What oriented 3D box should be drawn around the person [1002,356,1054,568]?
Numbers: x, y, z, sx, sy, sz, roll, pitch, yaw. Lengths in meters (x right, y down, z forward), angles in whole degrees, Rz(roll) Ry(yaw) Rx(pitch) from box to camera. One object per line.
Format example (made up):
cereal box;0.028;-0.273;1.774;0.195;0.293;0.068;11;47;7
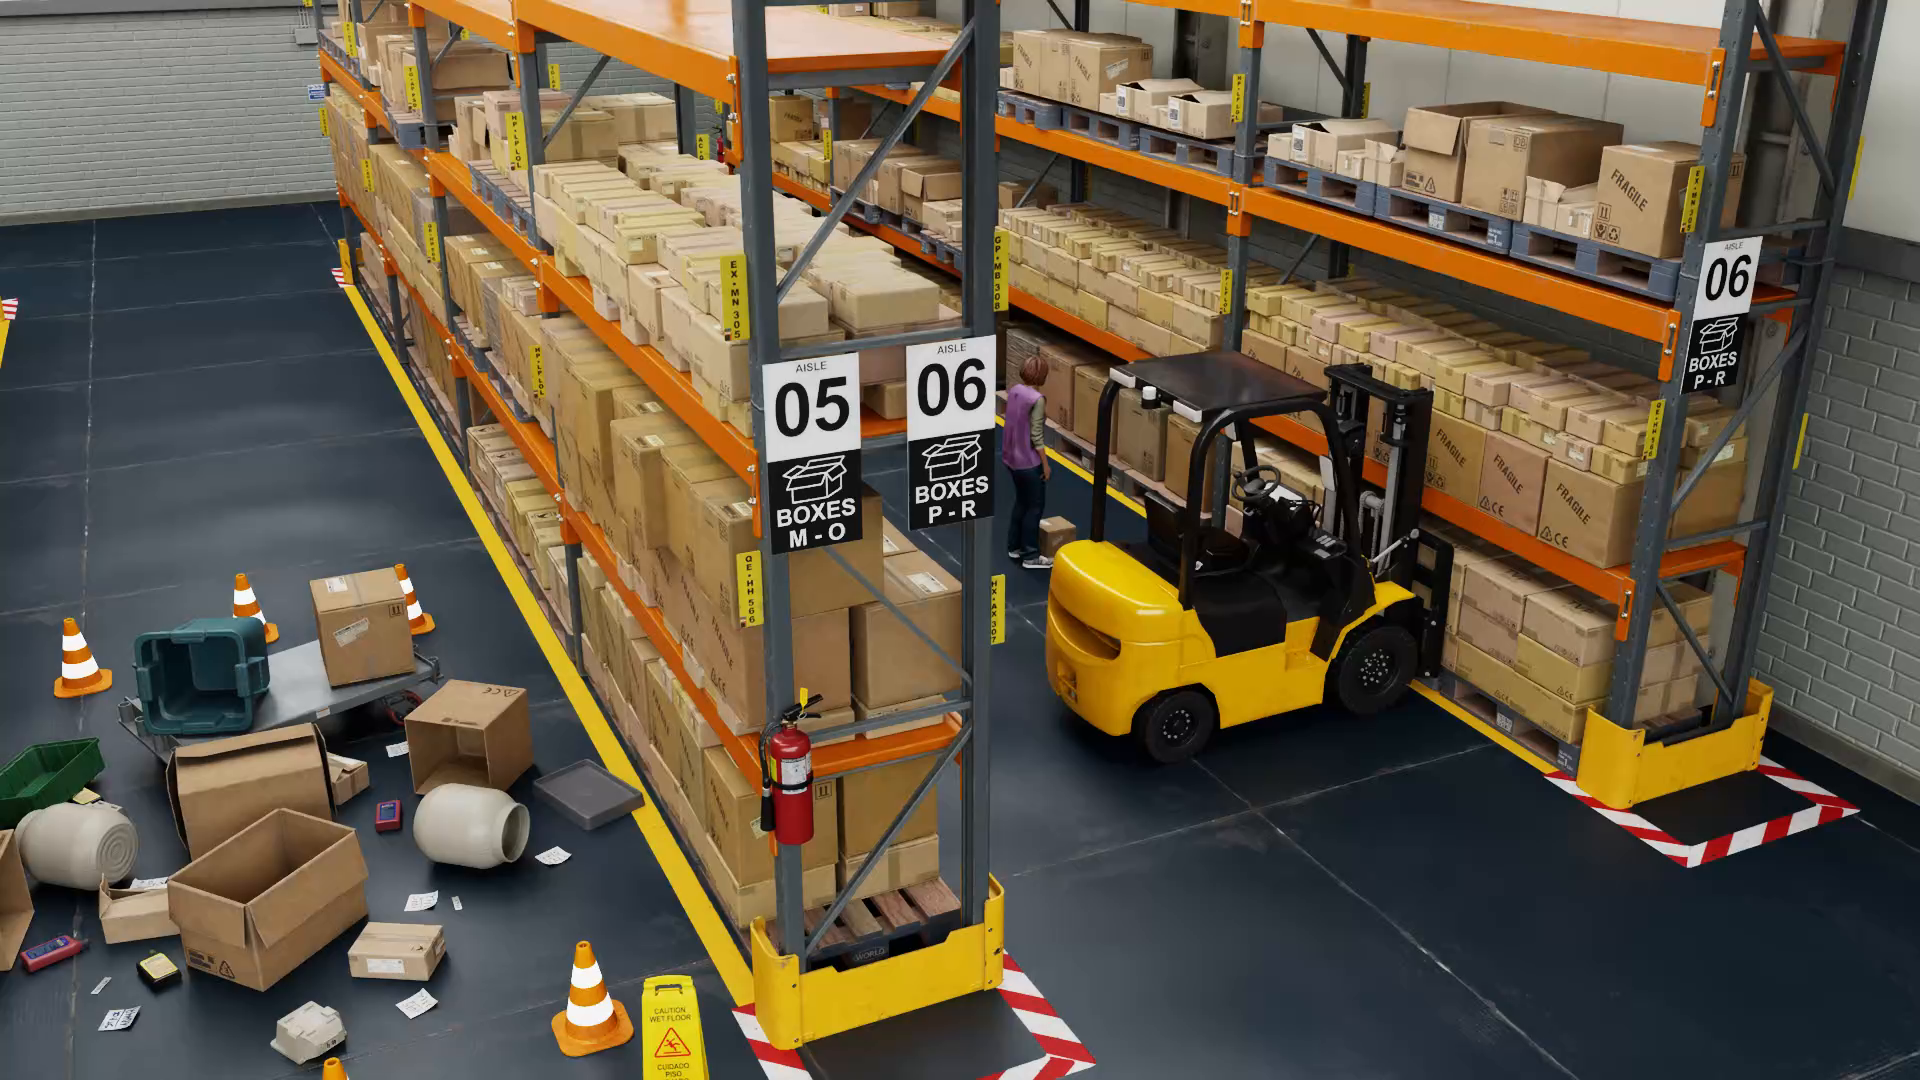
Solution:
person;0.503;-0.587;12.412;0.342;1.594;0.483;-12;25;-26
